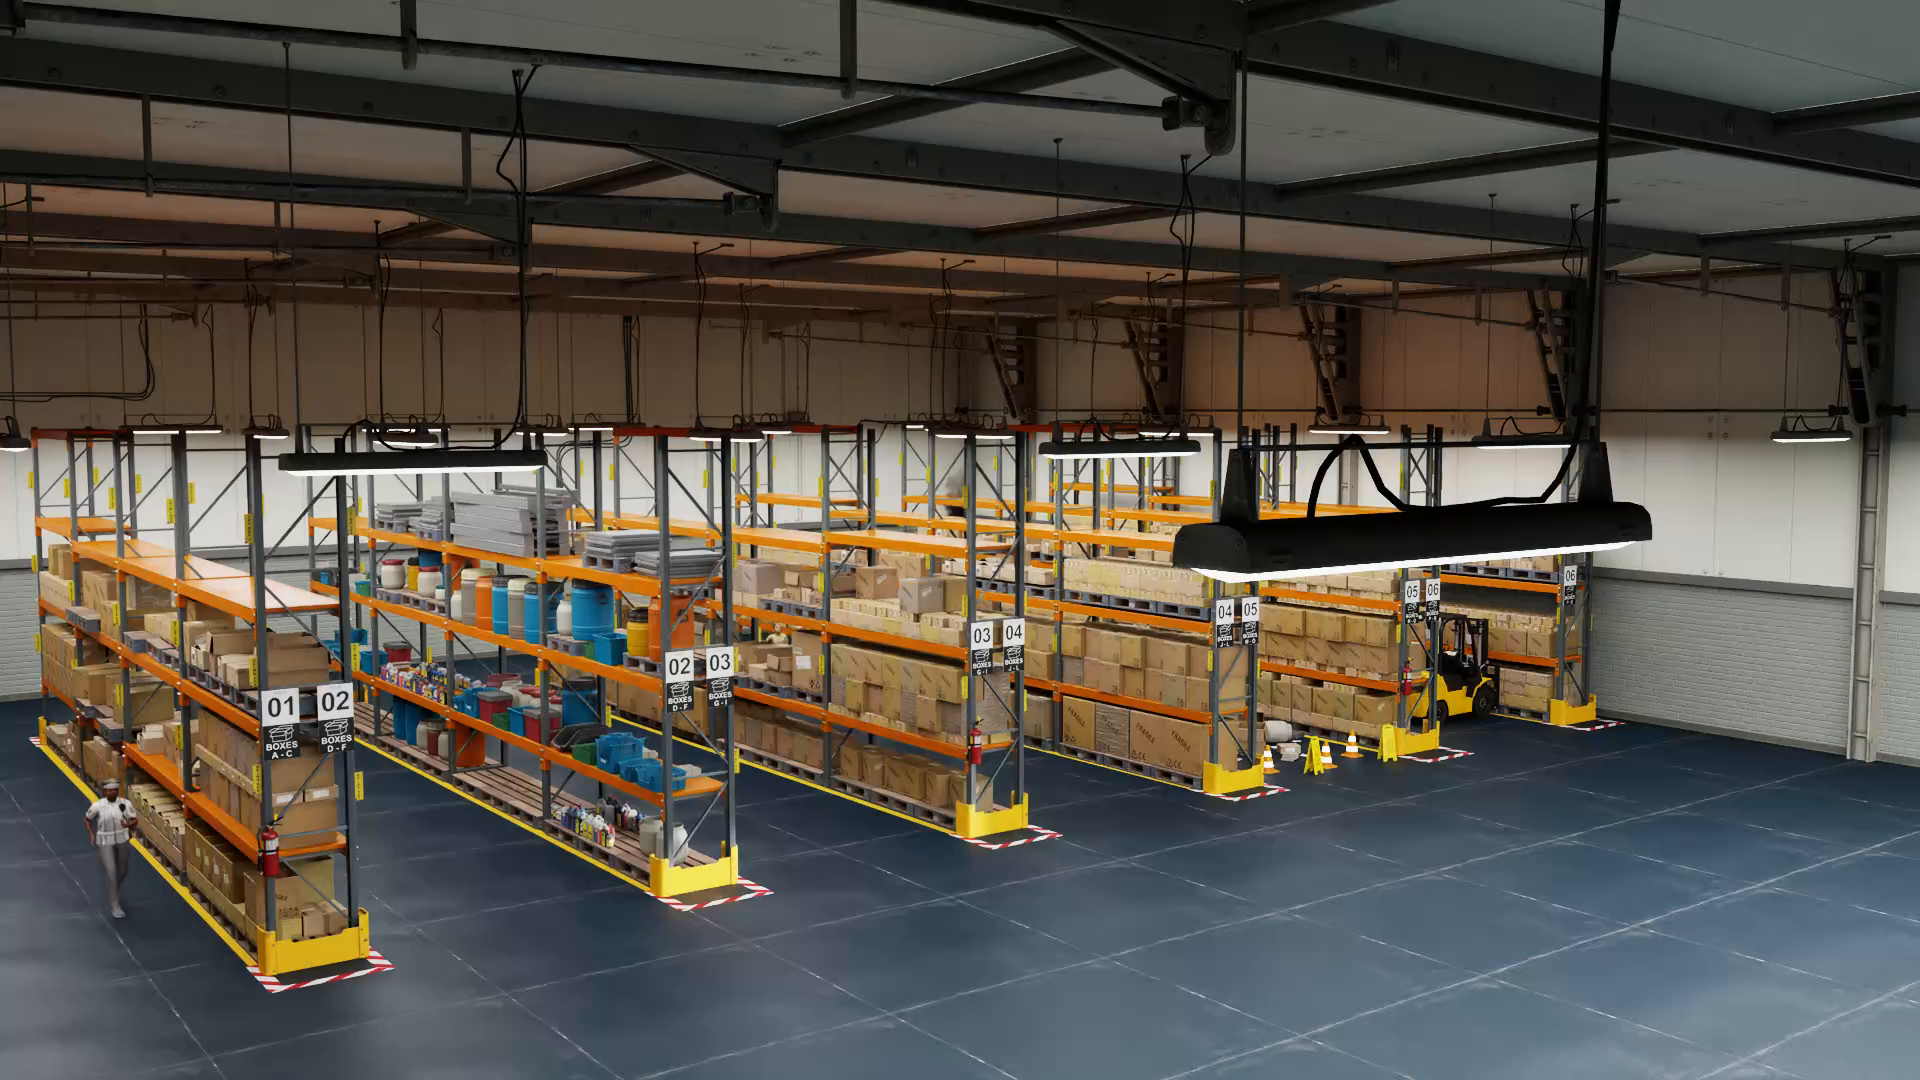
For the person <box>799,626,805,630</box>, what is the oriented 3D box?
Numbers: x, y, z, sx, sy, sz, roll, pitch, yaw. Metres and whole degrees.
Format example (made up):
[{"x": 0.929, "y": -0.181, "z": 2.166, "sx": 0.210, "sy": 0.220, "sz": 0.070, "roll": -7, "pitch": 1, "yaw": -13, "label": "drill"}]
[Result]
[{"x": -3.397, "y": 2.582, "z": 35.682, "sx": 0.445, "sy": 1.686, "sz": 0.778, "roll": -4, "pitch": 6, "yaw": -39, "label": "person"}]

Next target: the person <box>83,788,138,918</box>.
[{"x": -10.662, "y": 3.845, "z": 20.937, "sx": 0.574, "sy": 1.631, "sz": 0.941, "roll": -4, "pitch": 6, "yaw": -40, "label": "person"}]

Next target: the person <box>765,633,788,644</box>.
[{"x": -4.036, "y": 2.713, "z": 36.726, "sx": 0.530, "sy": 1.336, "sz": 0.645, "roll": -3, "pitch": 5, "yaw": -33, "label": "person"}]

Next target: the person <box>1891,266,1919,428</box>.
[{"x": 8.586, "y": -0.887, "z": 34.604, "sx": 14.177, "sy": 8.996, "sz": 26.246, "roll": -2, "pitch": 5, "yaw": -22, "label": "person"}]
